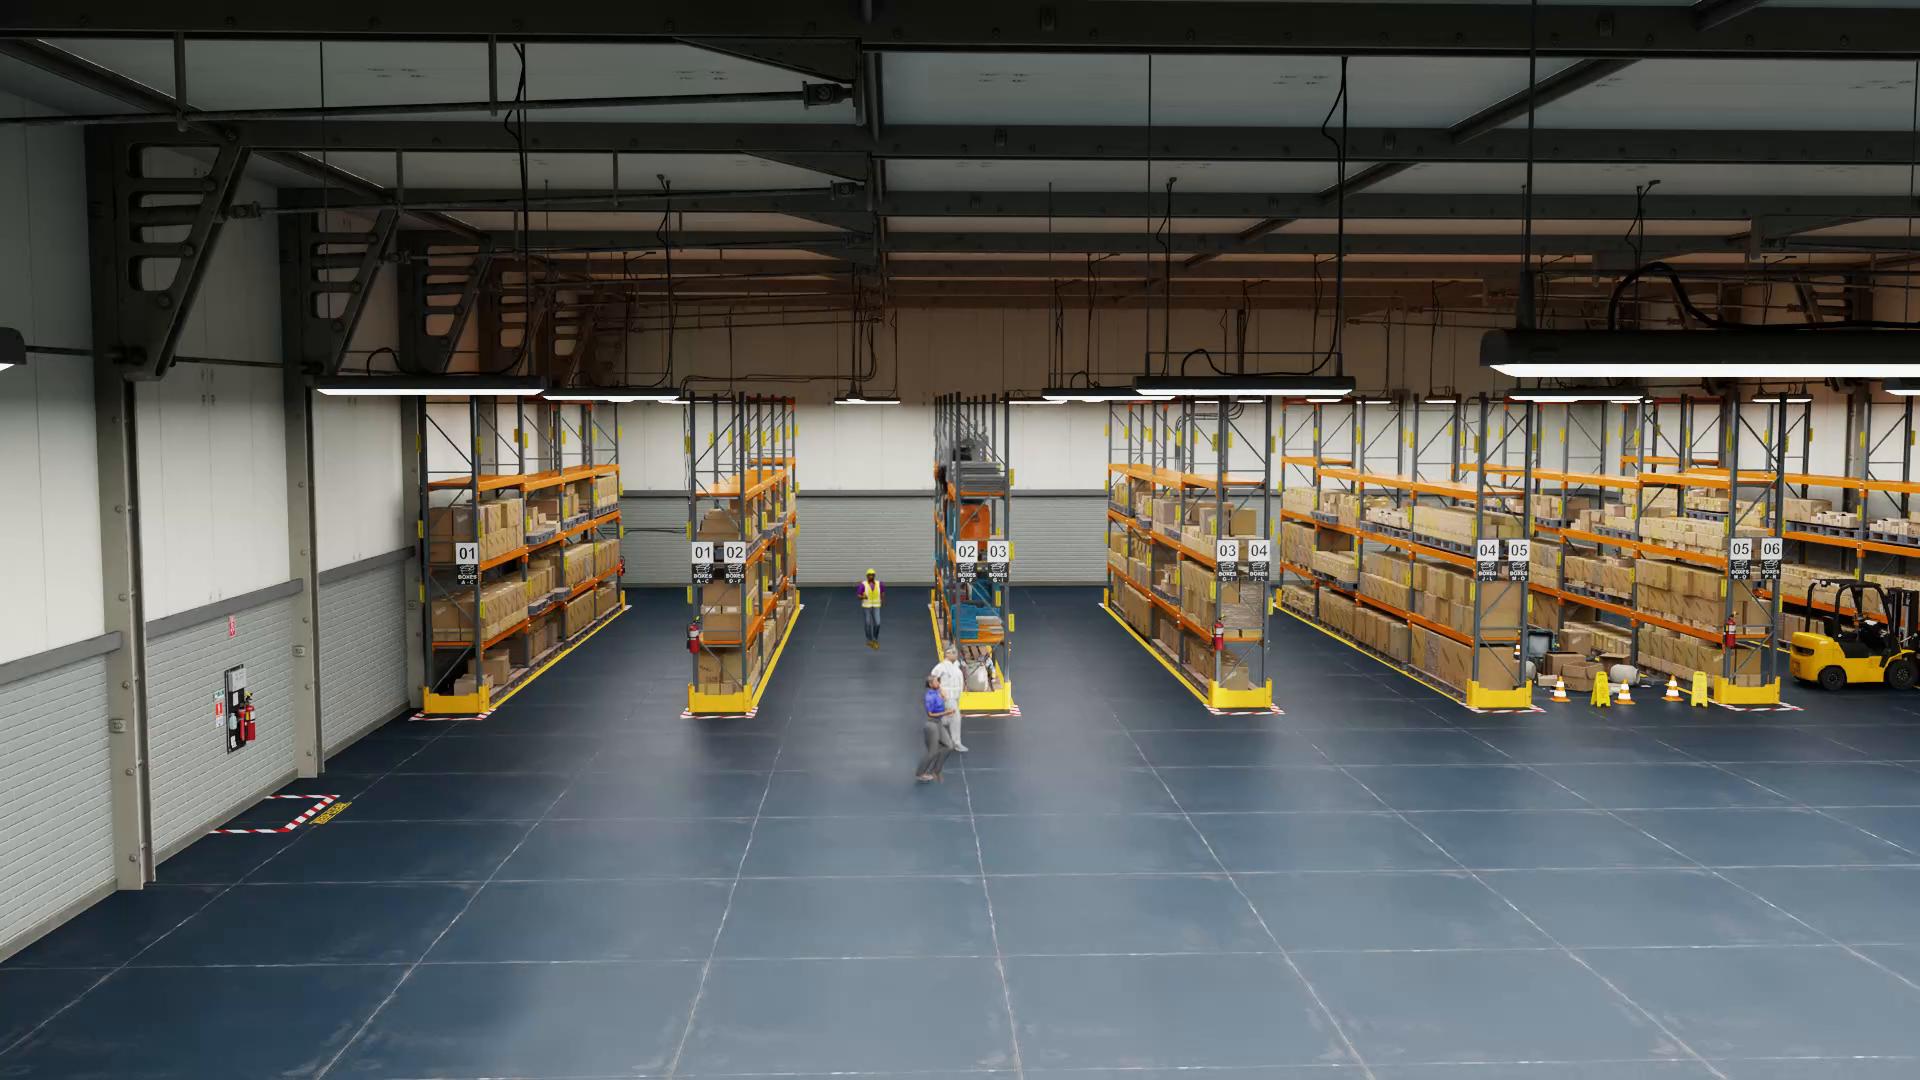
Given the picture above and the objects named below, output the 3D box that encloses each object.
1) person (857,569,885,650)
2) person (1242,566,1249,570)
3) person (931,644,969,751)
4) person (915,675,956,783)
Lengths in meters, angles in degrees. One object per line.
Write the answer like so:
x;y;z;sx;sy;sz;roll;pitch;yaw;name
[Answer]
-1.979;1.574;37.564;0.677;1.833;0.651;-1;5;-12;person
8.016;1.083;48.305;0.710;1.571;0.705;5;6;45;person
-0.201;2.622;27.904;0.844;1.784;0.675;3;5;31;person
-0.361;2.895;25.274;0.660;1.665;0.555;1;5;16;person
